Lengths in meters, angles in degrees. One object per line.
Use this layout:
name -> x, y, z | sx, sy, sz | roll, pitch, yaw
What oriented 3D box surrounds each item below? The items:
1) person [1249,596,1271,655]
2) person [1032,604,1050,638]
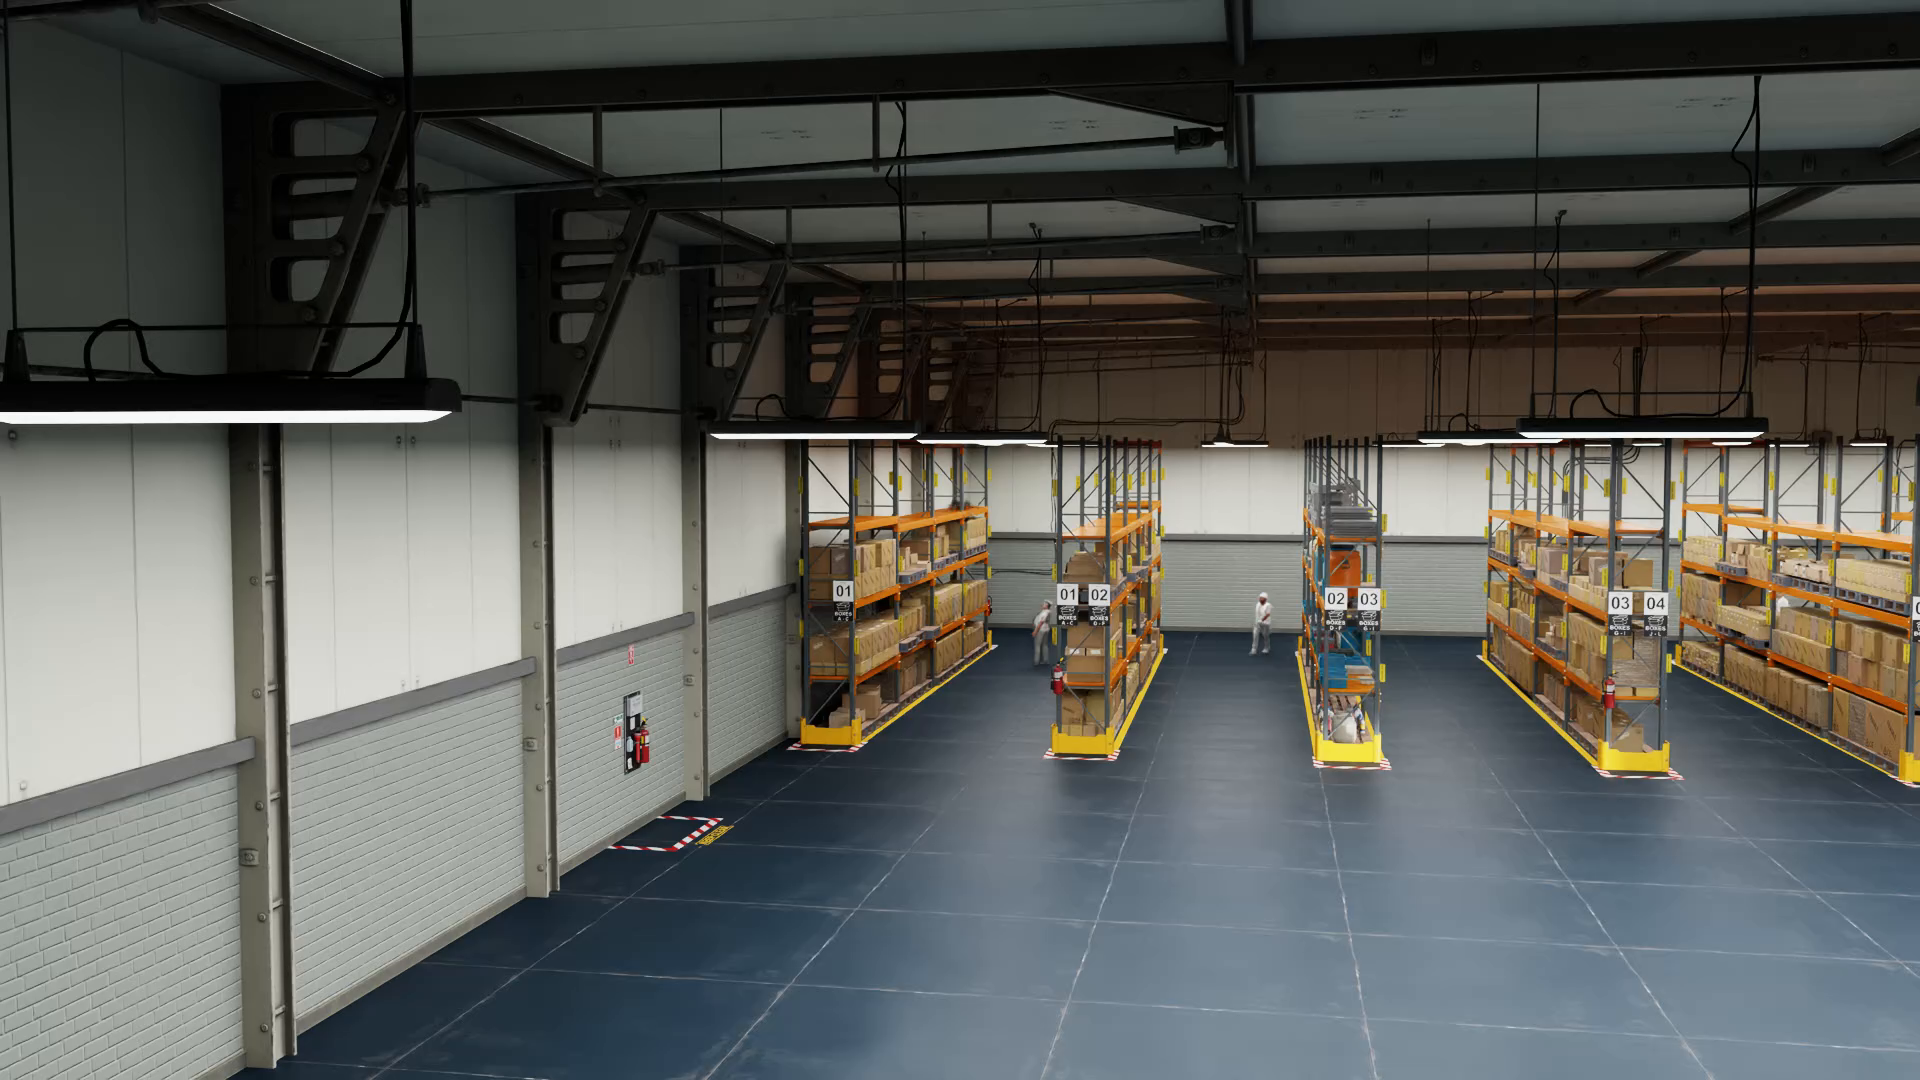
person -> 8.413, 2.346, 46.328 | 0.517, 1.687, 1.024 | 2, 4, 31
person -> 2.170, 2.144, 44.243 | 0.400, 1.023, 0.606 | 2, 4, 30
